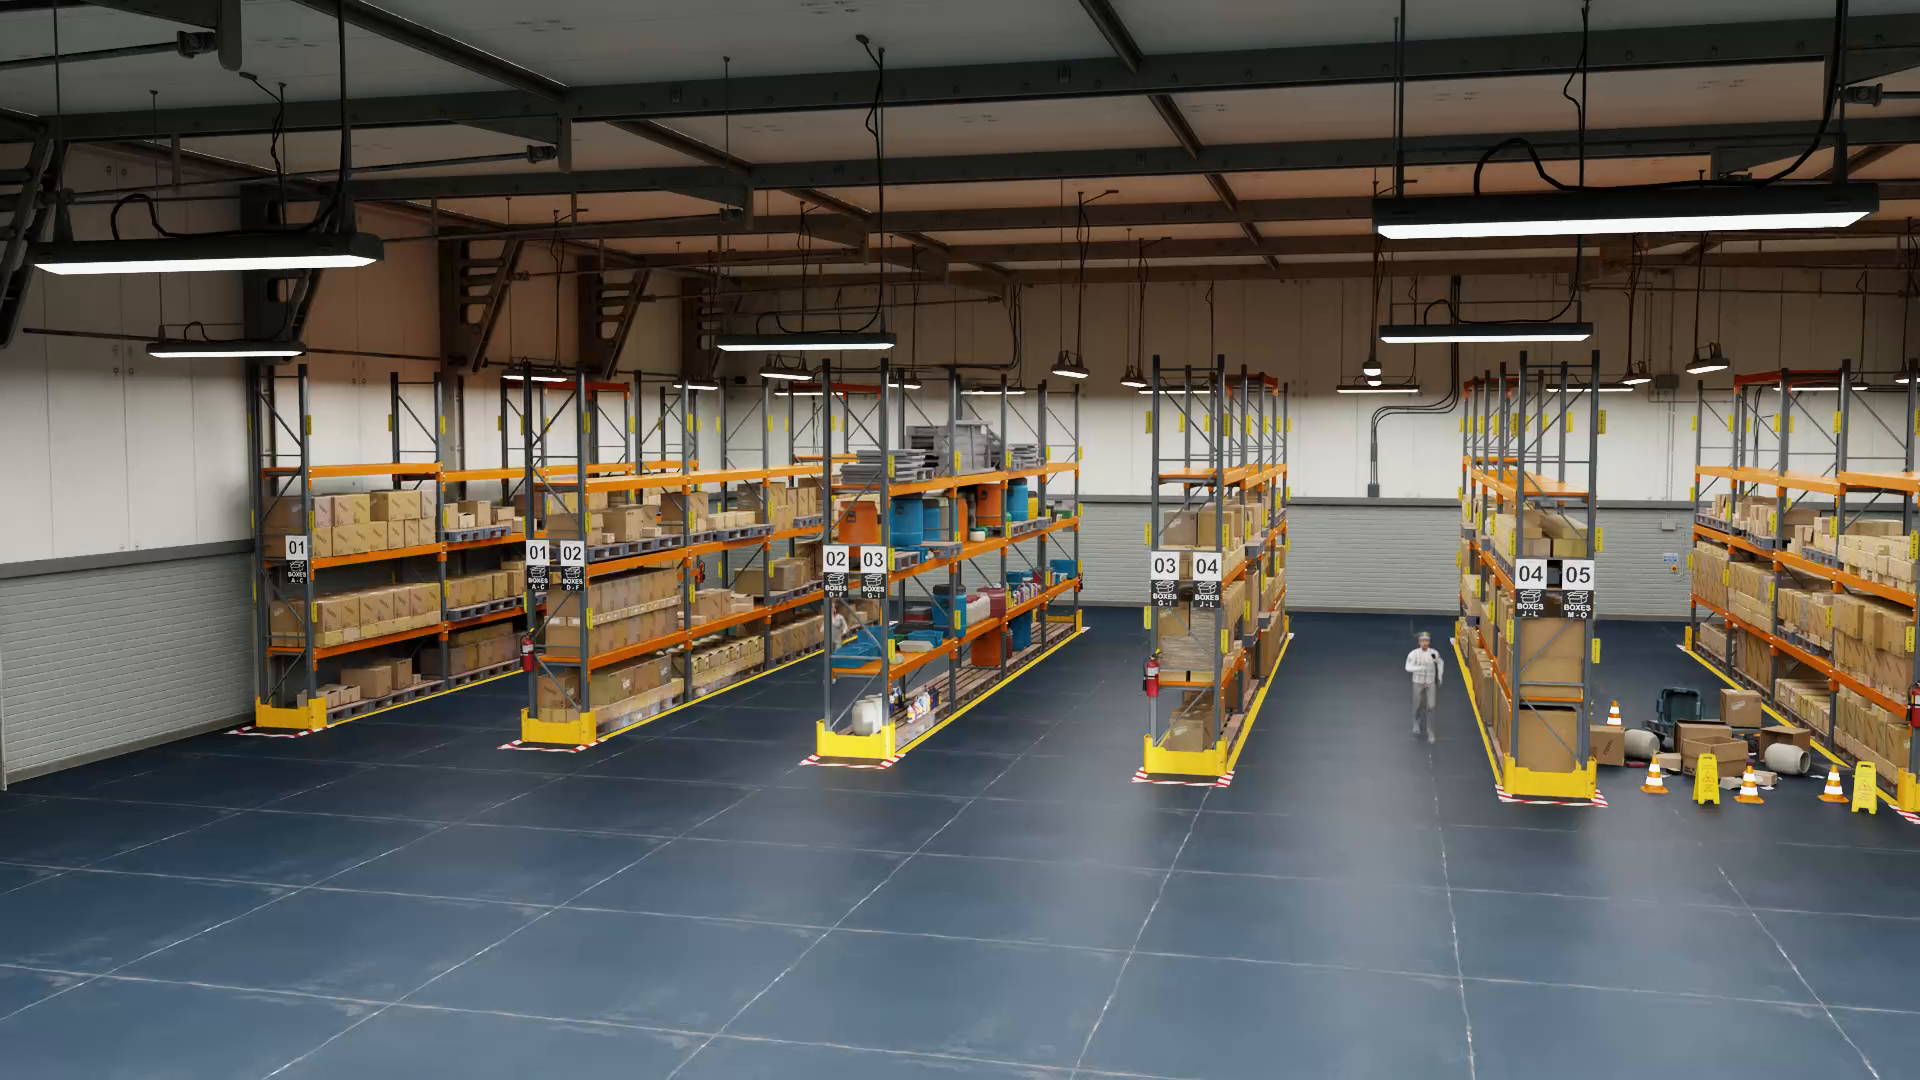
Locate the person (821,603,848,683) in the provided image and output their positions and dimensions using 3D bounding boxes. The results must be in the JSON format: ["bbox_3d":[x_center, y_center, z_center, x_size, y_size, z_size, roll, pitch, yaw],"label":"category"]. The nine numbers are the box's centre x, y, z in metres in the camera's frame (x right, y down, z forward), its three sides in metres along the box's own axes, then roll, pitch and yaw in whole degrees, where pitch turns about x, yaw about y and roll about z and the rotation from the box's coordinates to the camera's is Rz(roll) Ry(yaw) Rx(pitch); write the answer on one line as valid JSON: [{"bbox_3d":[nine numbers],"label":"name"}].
[{"bbox_3d":[-2.460,1.996,32.485,0.528,1.563,0.576,0,4,2],"label":"person"}]

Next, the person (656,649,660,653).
[{"bbox_3d":[-6.206,1.811,33.890,0.596,1.740,0.720,1,4,9],"label":"person"}]

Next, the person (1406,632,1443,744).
[{"bbox_3d":[7.406,2.321,26.530,0.596,1.738,0.839,1,4,10],"label":"person"}]
